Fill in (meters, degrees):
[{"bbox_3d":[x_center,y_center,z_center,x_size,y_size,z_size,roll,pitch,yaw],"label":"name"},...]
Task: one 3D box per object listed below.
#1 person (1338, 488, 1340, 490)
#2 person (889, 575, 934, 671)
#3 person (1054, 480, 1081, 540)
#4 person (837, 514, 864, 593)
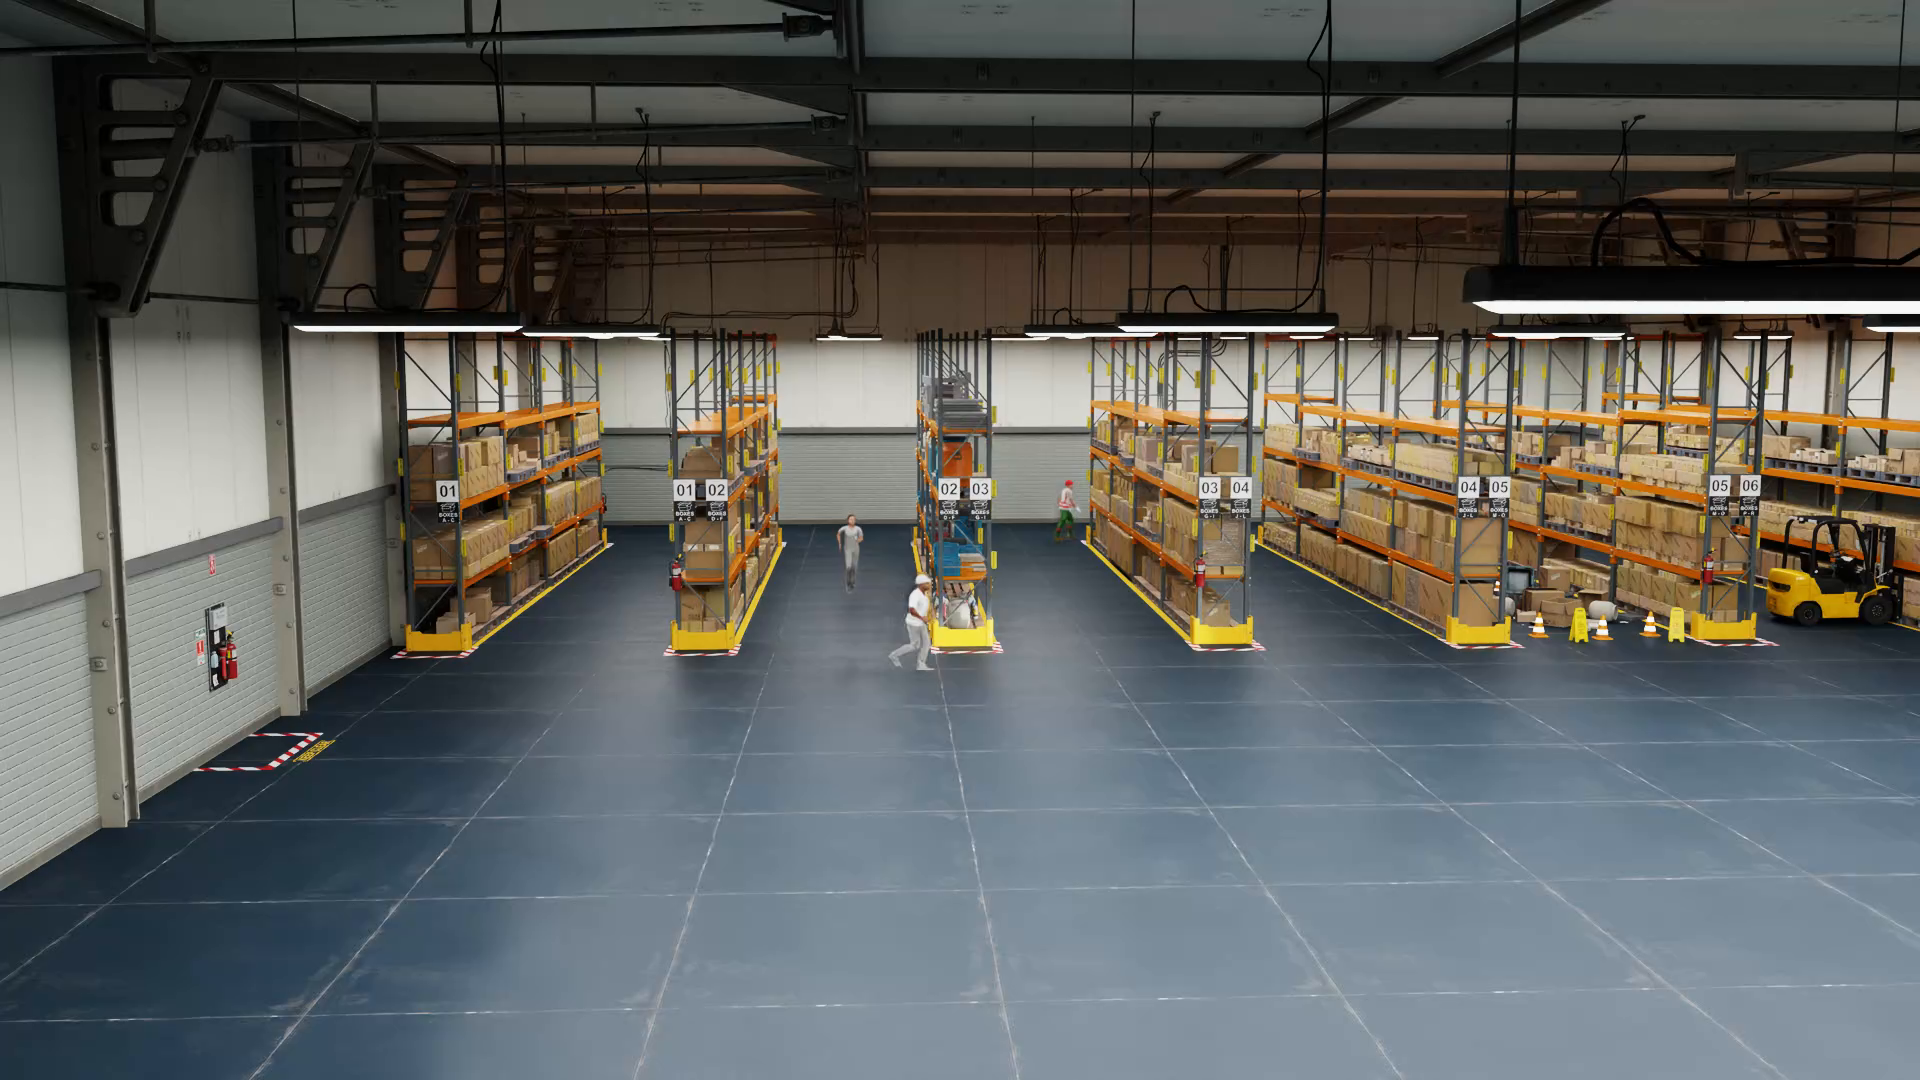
[{"bbox_3d":[11.182,-0.725,48.058,0.821,1.587,0.722,3,7,24],"label":"person"},{"bbox_3d":[-0.847,1.454,29.086,0.806,1.716,0.687,2,7,16],"label":"person"},{"bbox_3d":[3.054,-0.870,48.273,0.802,1.753,0.641,-2,7,-20],"label":"person"},{"bbox_3d":[-2.407,0.295,36.709,0.556,1.738,0.688,-1,7,-12],"label":"person"}]
